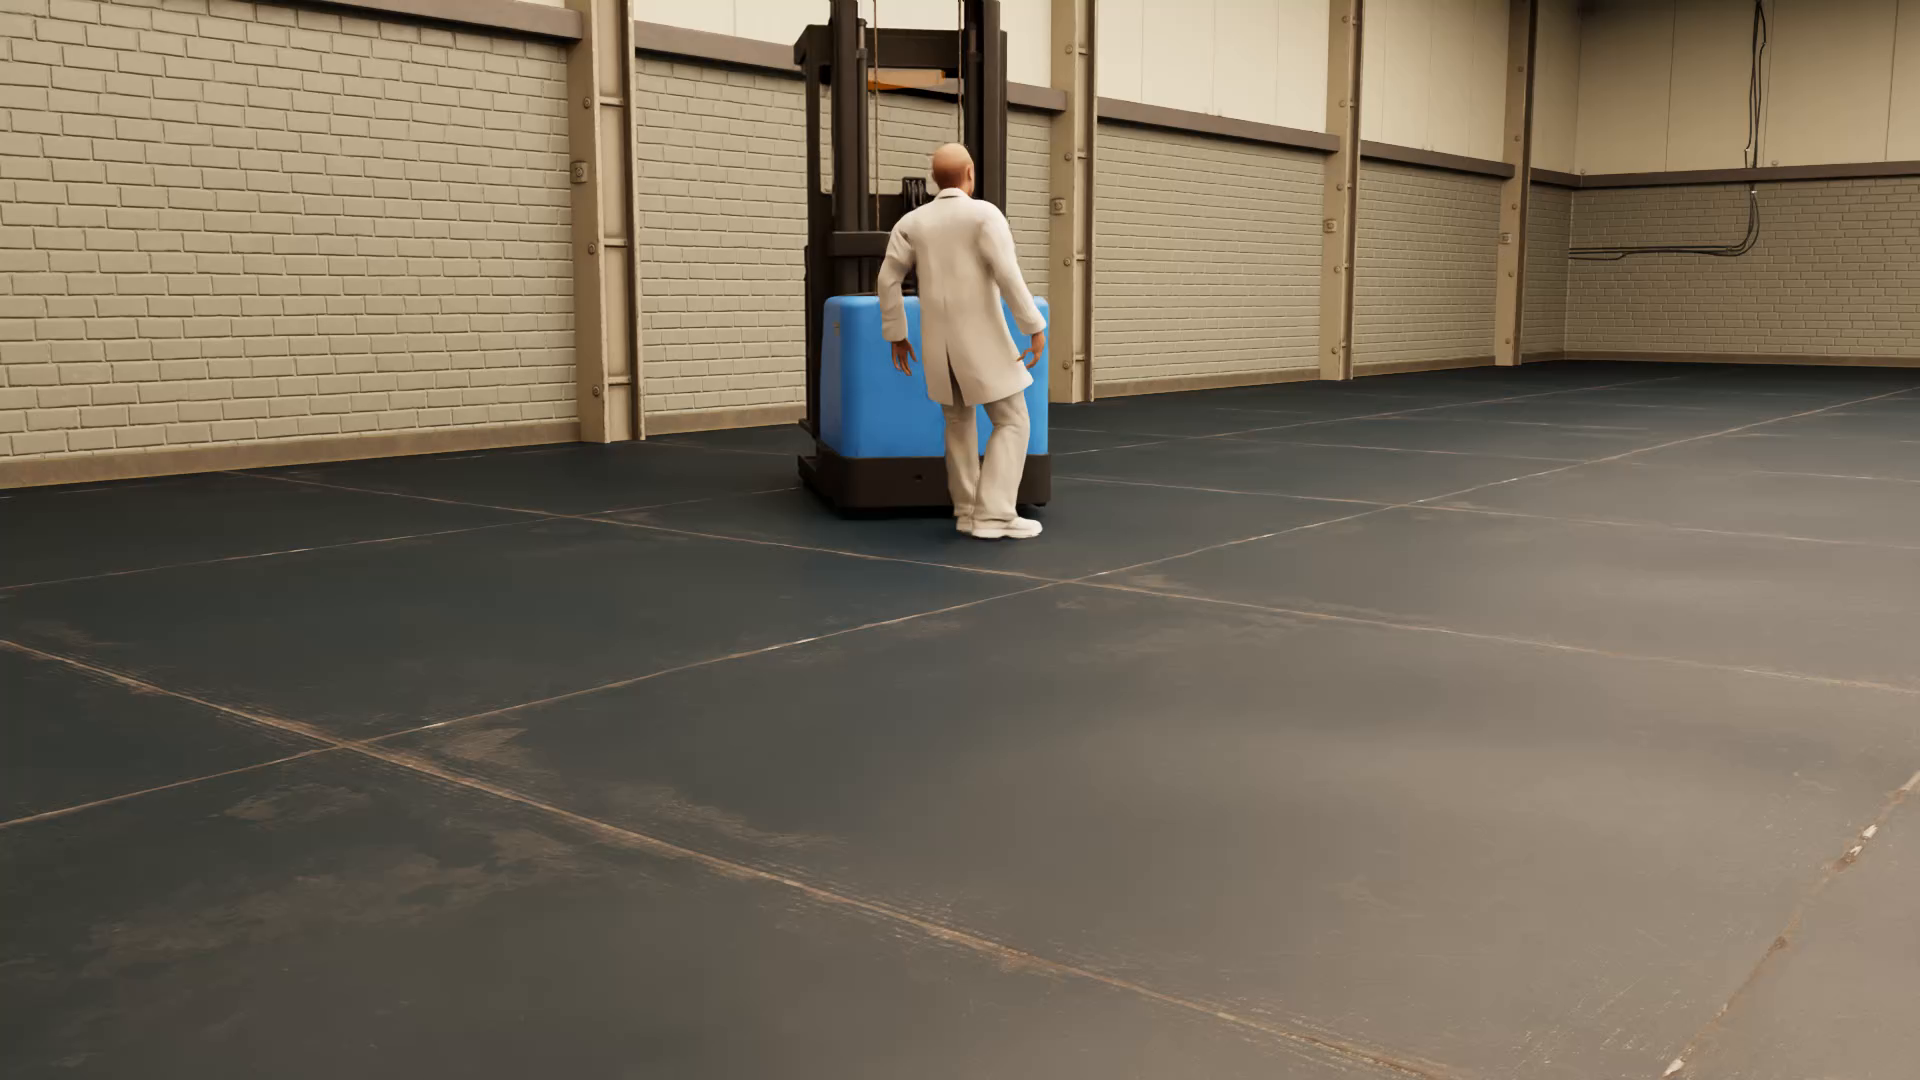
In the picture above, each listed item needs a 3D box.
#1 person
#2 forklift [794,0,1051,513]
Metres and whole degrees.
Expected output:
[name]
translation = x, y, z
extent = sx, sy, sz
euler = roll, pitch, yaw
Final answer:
[person]
translation = 0.084, -0.894, 7.530
extent = 0.816, 1.744, 0.633
euler = 5, 10, 32
[forklift]
translation = -0.334, -1.761, 9.314
extent = 1.130, 2.935, 3.031
euler = -2, 8, -11
